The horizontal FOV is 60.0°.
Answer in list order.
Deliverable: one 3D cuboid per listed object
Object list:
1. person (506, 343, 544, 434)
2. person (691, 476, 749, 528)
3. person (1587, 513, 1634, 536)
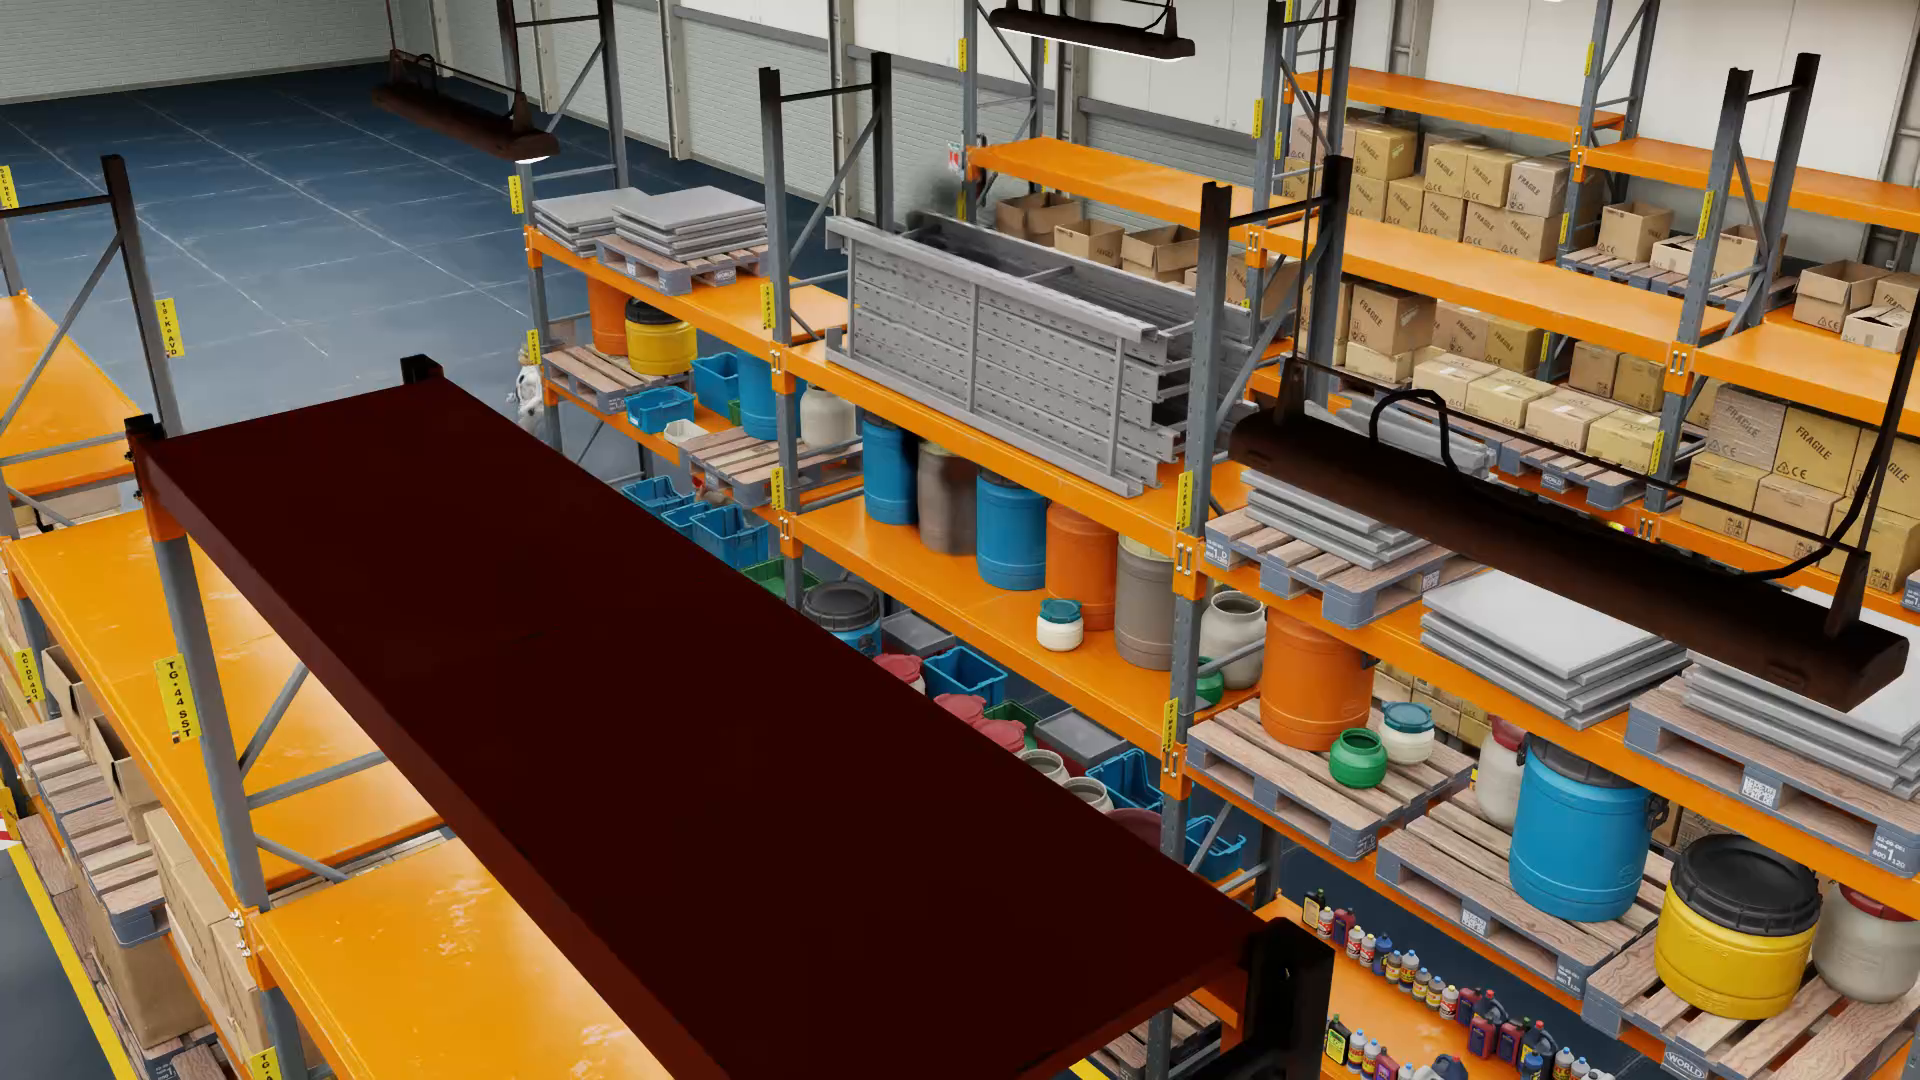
[{"bbox_3d":[-5.024,-1.528,19.525,0.571,1.648,0.612,-6,26,-12],"label":"person"},{"bbox_3d":[-2.580,-0.471,17.307,0.852,1.758,0.740,14,29,26],"label":"person"},{"bbox_3d":[5.812,0.418,15.376,0.674,1.828,0.782,-22,34,-38],"label":"person"}]
